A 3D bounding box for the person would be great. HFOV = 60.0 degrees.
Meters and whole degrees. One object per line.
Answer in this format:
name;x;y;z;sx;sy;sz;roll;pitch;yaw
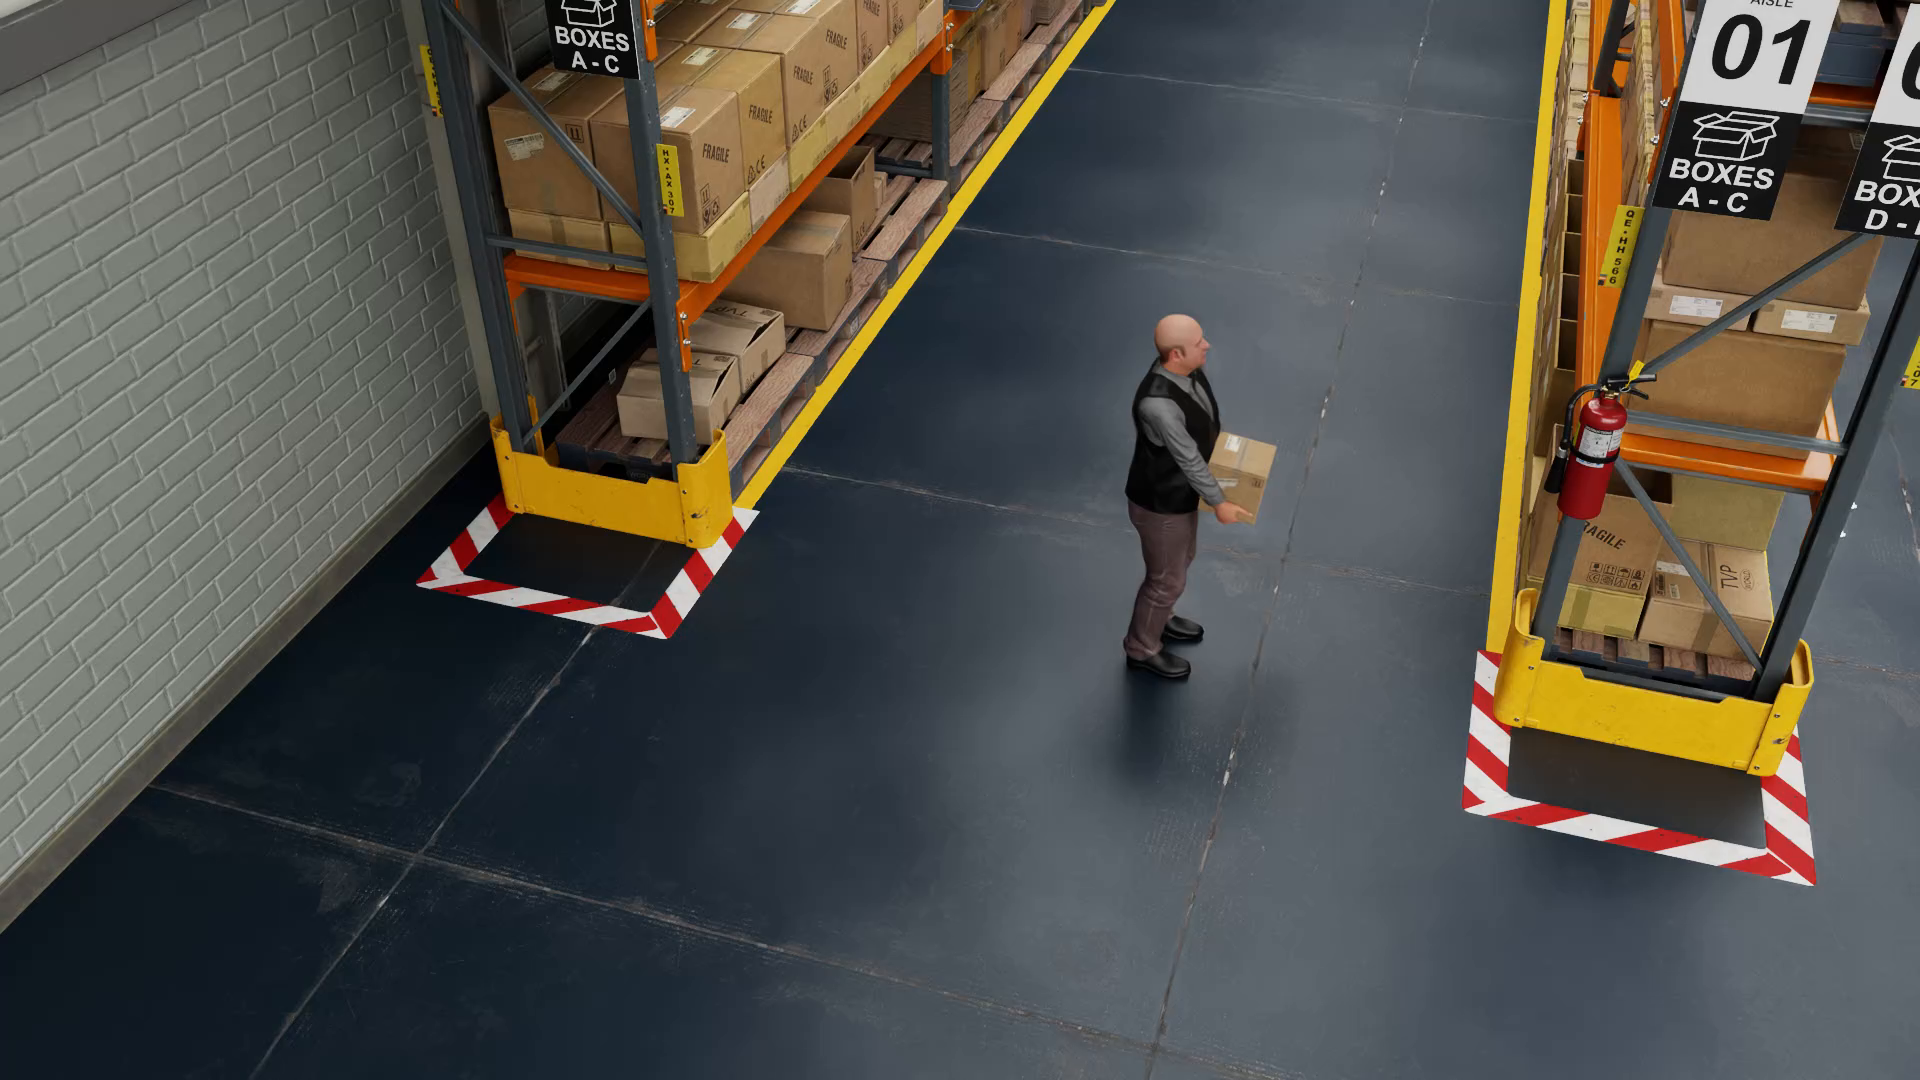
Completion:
person;1.001;-0.184;7.164;0.555;1.718;0.495;11;38;14
